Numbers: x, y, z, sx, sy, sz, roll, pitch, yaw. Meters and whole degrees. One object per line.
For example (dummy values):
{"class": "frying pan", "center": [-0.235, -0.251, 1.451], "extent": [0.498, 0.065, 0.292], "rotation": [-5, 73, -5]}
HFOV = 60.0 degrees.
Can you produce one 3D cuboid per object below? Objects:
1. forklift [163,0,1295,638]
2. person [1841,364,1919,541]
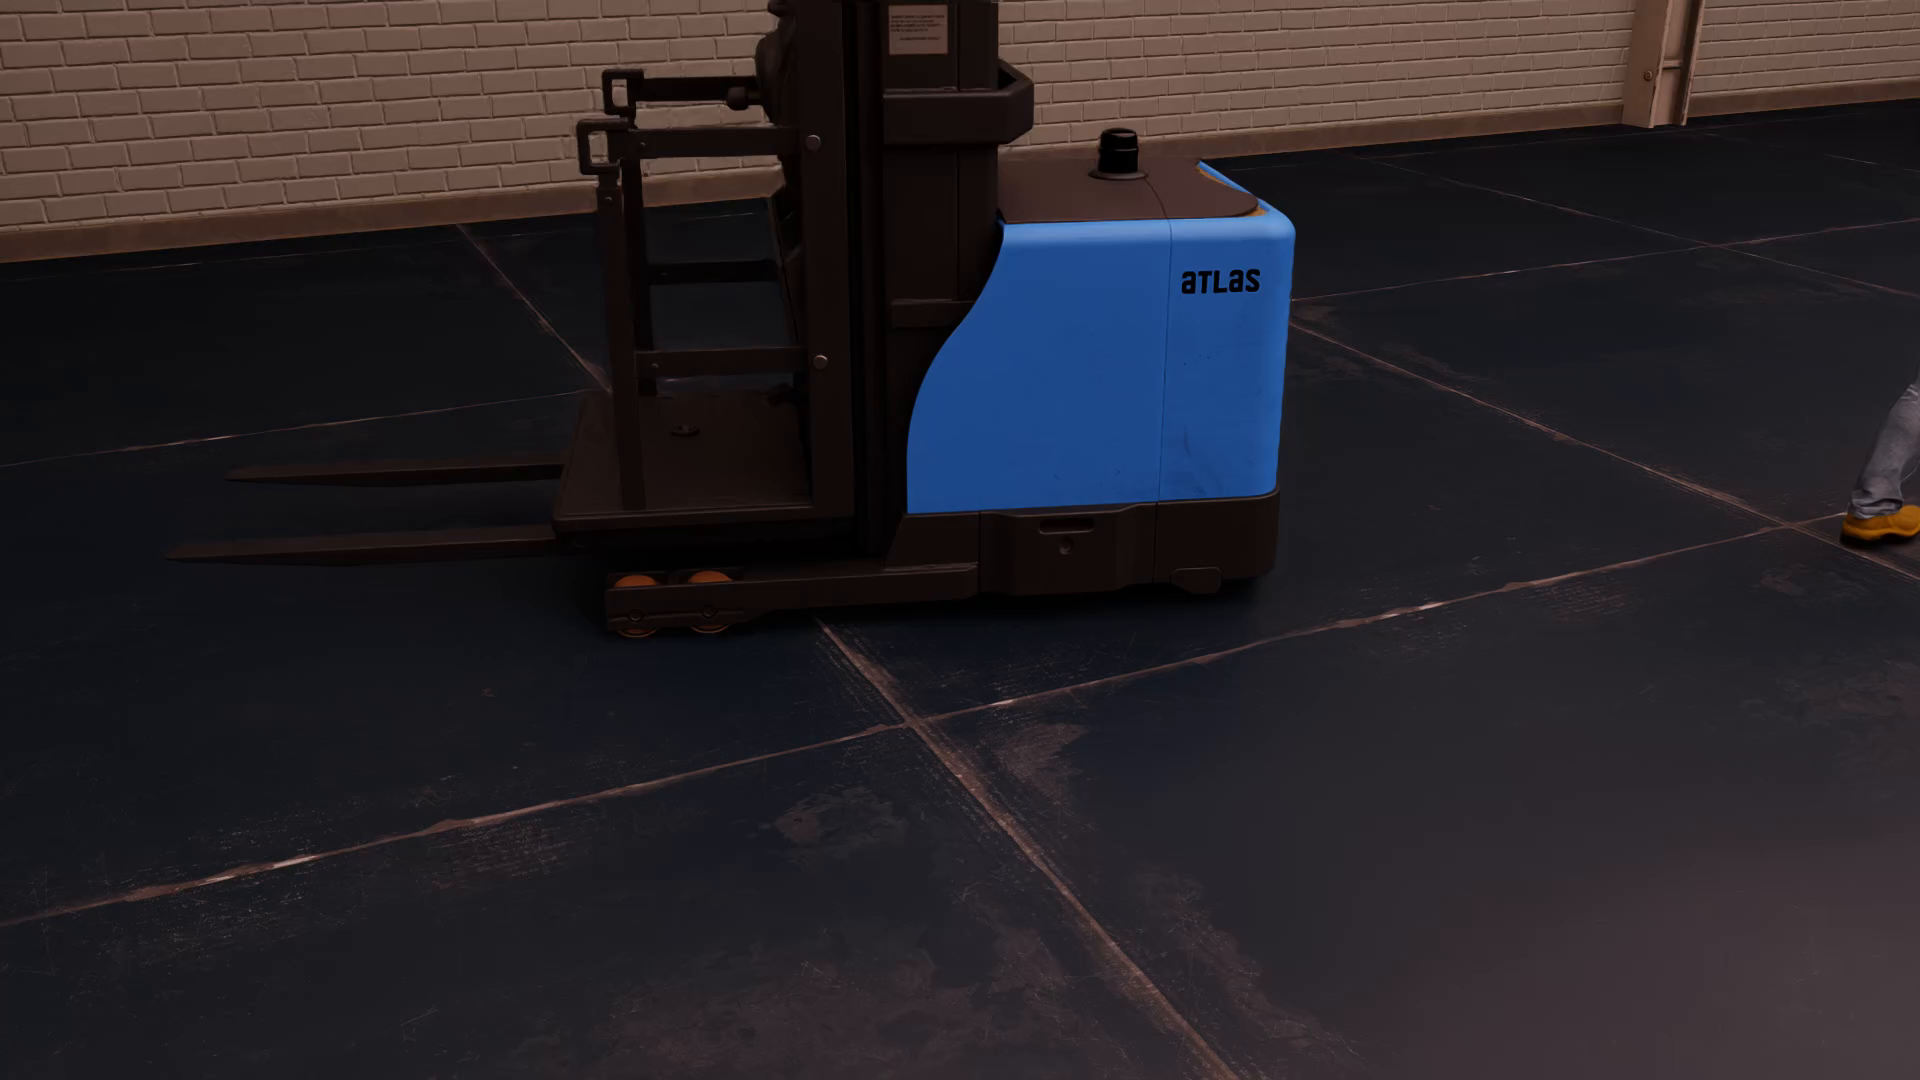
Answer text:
{"class": "forklift", "center": [-0.661, -1.306, 4.429], "extent": [3.031, 2.935, 1.130], "rotation": [-3, 23, -7]}
{"class": "person", "center": [3.081, -0.788, 4.751], "extent": [0.765, 1.745, 1.020], "rotation": [-9, 24, -20]}
